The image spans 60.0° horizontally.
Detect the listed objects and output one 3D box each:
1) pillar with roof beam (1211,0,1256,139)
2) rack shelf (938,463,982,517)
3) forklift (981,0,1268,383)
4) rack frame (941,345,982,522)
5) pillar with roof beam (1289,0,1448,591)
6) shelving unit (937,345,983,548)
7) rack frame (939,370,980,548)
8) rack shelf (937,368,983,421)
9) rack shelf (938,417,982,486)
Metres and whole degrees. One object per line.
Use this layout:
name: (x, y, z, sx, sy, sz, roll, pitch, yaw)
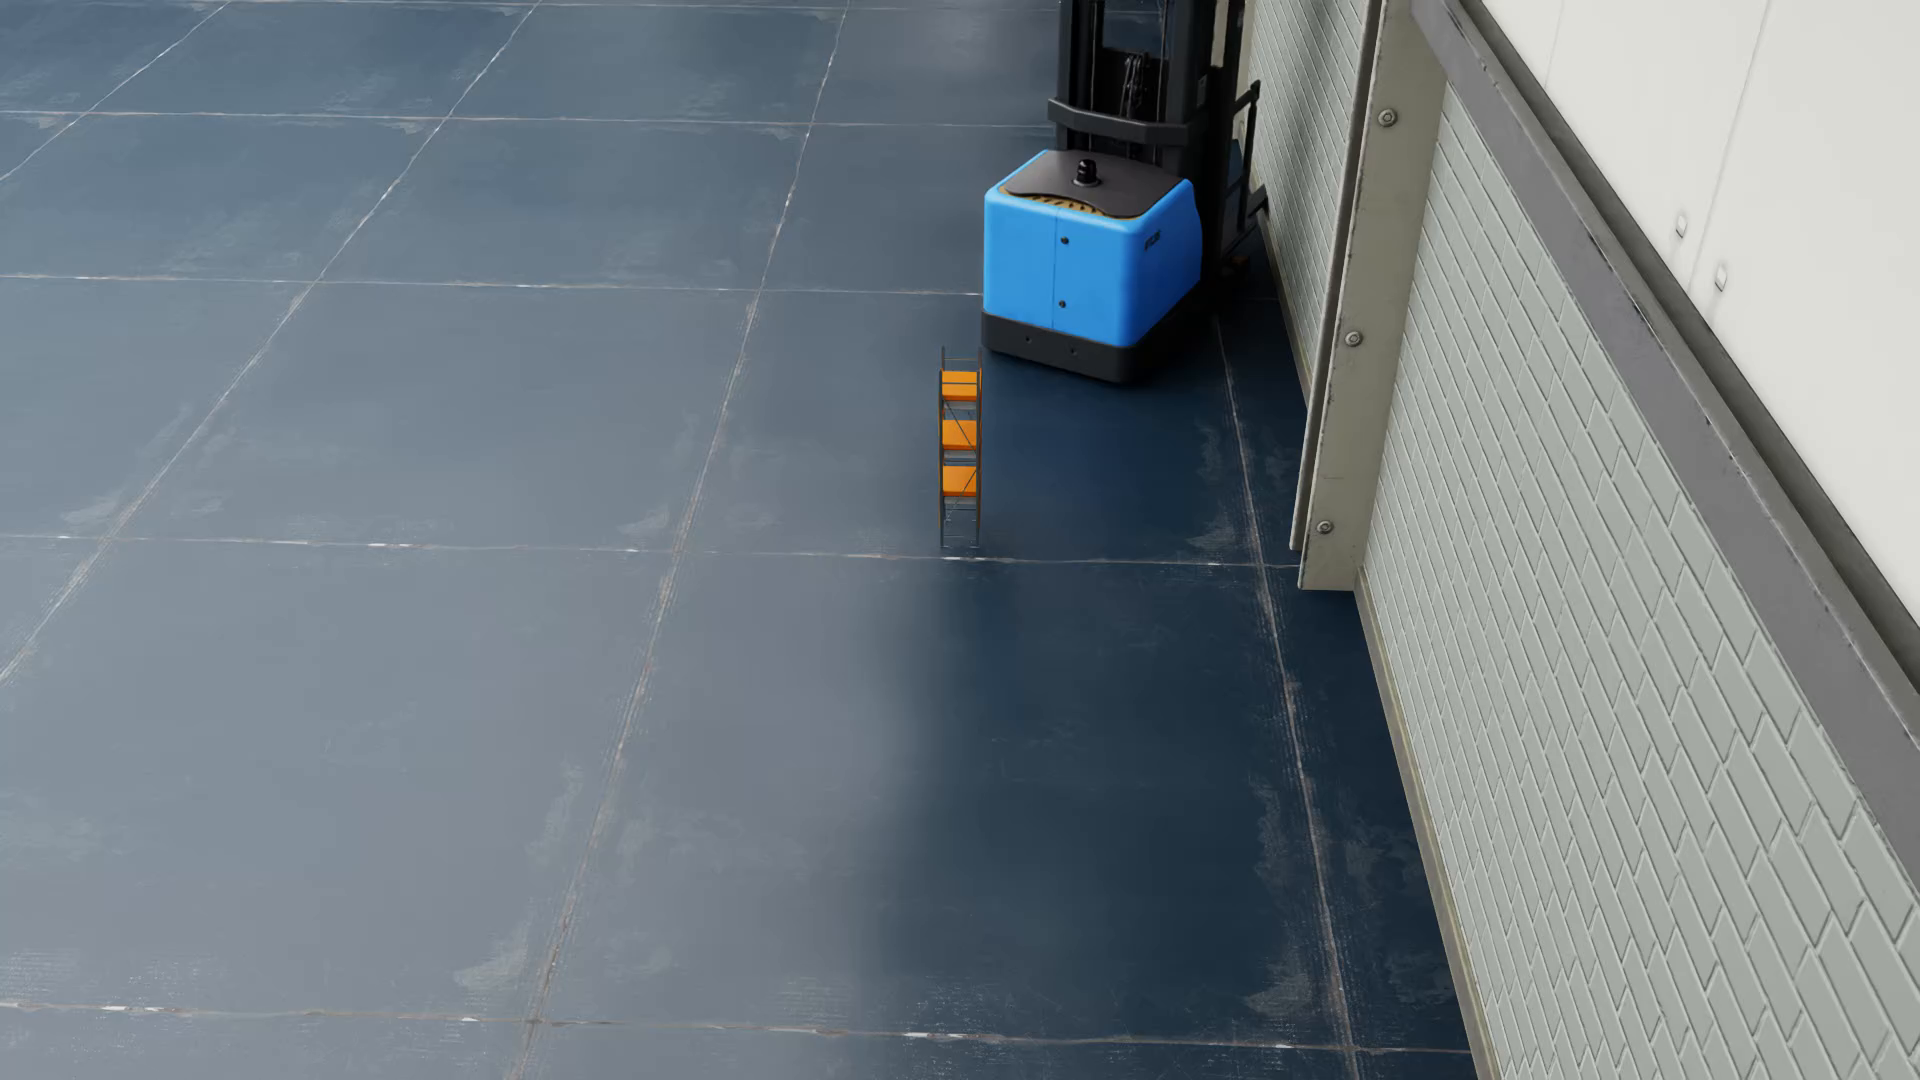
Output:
pillar with roof beam: (-2.197, -7.092, 10.960, 9.100, 9.000, 0.400, 1, 35, 2)
rack shelf: (0.002, -0.224, 8.603, 0.215, 0.259, 0.240, 1, 35, 2)
forklift: (1.290, -2.956, 10.353, 1.130, 2.935, 3.031, 18, 39, 24)
rack frame: (0.007, -0.530, 8.537, 0.200, 1.050, 0.008, 1, 35, 2)
pillar with roof beam: (-2.438, -3.645, 6.055, 9.100, 9.000, 0.400, 1, 35, 2)
shelving unit: (0.002, -0.460, 8.438, 0.215, 1.050, 0.252, 1, 35, 2)
rack frame: (-0.003, -0.390, 8.338, 0.200, 1.050, 0.008, 1, 35, 2)
rack shelf: (0.002, -0.684, 8.280, 0.215, 0.259, 0.240, 1, 35, 2)
rack shelf: (0.002, -0.452, 8.444, 0.215, 0.259, 0.240, 1, 35, 2)
